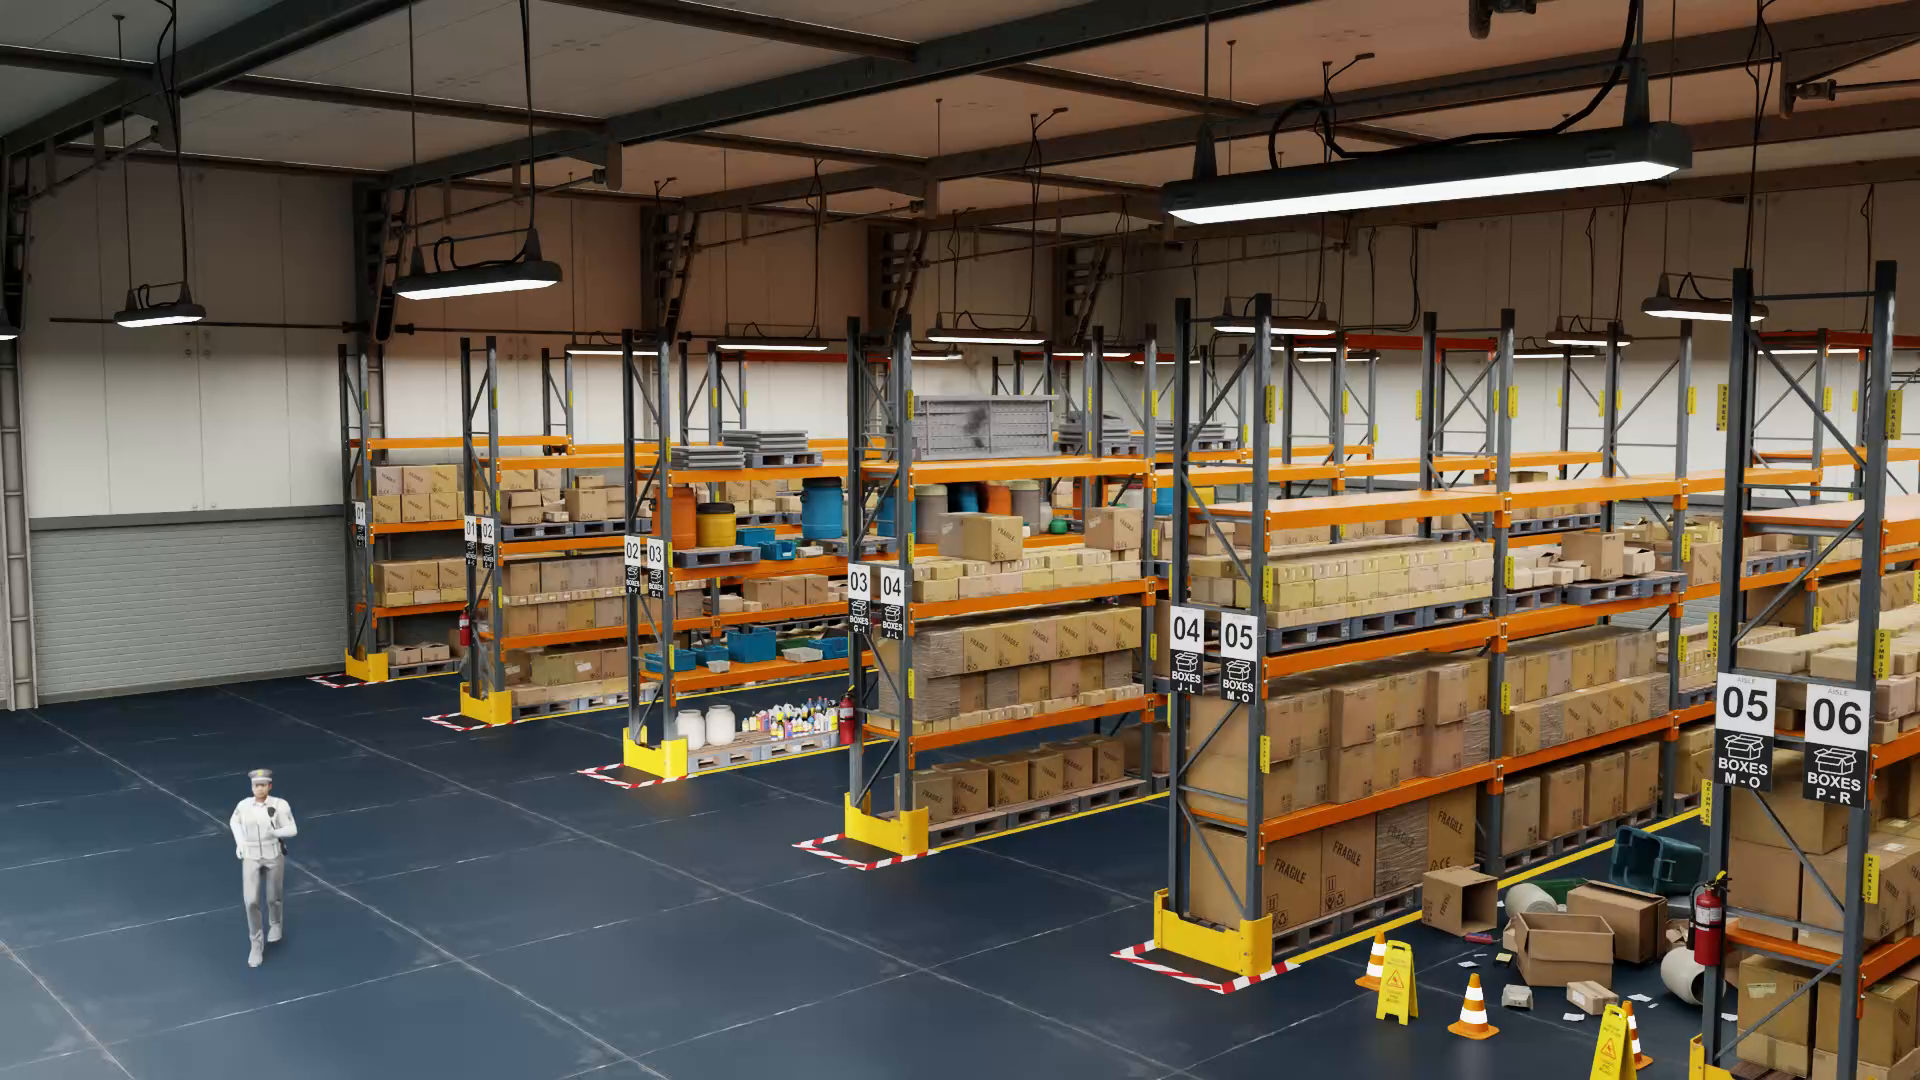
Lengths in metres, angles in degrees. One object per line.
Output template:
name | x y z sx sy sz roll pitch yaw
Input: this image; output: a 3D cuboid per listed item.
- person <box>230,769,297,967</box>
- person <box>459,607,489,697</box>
person | -6.385 2.949 15.252 0.598 1.746 0.732 -2 5 -16
person | -8.087 1.887 27.861 0.500 1.555 0.636 4 6 35
